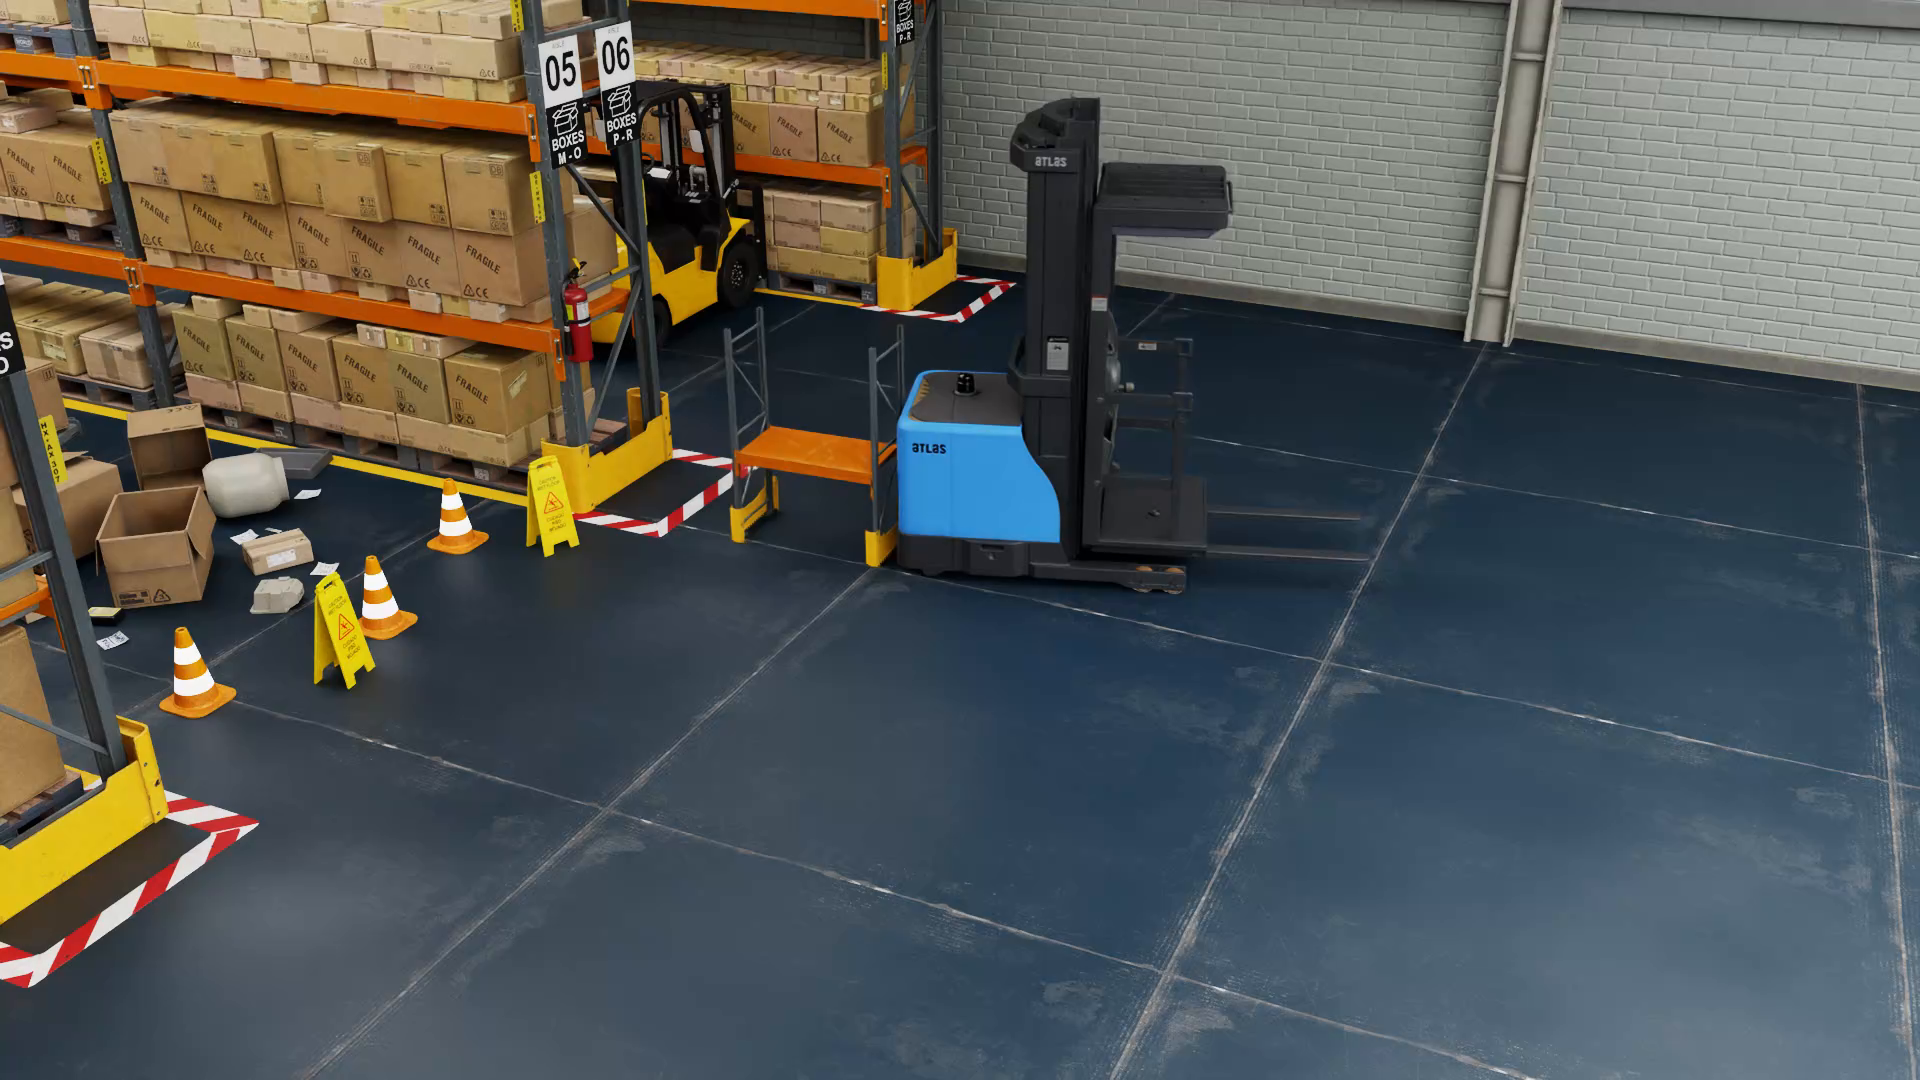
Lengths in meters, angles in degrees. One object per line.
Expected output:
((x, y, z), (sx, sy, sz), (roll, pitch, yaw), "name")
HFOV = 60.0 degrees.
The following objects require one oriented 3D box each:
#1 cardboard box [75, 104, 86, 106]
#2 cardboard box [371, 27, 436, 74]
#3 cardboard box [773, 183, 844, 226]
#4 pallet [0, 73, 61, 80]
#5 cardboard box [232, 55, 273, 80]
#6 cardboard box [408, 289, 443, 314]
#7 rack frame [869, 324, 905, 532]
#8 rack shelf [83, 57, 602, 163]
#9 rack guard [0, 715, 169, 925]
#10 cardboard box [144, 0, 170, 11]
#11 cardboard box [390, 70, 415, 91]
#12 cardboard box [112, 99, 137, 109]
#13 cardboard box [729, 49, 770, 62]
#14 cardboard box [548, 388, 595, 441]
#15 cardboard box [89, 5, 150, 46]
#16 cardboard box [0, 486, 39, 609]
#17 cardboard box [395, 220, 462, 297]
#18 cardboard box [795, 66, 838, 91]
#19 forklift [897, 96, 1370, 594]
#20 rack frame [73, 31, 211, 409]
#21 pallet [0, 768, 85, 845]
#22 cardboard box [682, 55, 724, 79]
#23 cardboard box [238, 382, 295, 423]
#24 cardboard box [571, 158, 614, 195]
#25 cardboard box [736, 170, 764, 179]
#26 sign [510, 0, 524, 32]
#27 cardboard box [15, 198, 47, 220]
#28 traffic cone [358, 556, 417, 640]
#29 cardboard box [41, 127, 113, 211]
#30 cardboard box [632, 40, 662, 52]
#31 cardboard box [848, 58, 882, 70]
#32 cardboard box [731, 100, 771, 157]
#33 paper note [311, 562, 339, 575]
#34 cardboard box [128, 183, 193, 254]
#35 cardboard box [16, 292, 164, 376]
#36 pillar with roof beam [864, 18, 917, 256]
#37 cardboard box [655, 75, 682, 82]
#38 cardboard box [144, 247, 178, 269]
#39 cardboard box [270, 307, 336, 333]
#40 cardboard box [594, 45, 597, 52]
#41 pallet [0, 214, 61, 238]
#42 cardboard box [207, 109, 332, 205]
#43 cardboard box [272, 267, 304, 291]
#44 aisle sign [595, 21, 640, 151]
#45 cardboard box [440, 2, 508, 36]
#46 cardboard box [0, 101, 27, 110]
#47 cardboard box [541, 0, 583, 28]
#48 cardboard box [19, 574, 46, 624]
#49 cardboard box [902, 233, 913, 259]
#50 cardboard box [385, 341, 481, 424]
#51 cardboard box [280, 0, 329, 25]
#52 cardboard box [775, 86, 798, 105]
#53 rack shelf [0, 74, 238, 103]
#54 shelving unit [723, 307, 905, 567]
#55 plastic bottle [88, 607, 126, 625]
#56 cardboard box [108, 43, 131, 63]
((-10.616, -5.087, 19.877), (0.250, 0.149, 0.380), (10, 28, 19), "cardboard box")
((-3.512, -3.268, 10.999), (0.500, 0.250, 0.500), (11, 28, 21), "cardboard box")
((-1.447, -3.223, 15.976), (0.500, 0.250, 0.500), (12, 29, 23), "cardboard box")
((-10.673, -5.688, 19.694), (1.213, 0.211, 1.003), (11, 28, 22), "pallet")
((-4.804, -3.311, 11.537), (0.250, 0.149, 0.380), (11, 28, 21), "cardboard box")
((-3.659, -1.735, 11.732), (0.250, 0.149, 0.380), (12, 29, 23), "cardboard box")
((-0.466, -0.617, 10.875), (0.032, 1.500, 0.500), (10, 28, 19), "rack frame")
((-4.303, -3.162, 11.765), (4.000, 0.370, 1.077), (11, 28, 22), "rack shelf")
((-4.418, 1.361, 7.989), (0.348, 0.500, 1.175), (11, 28, 22), "rack guard")
((-5.487, -3.819, 11.666), (0.250, 0.149, 0.380), (10, 28, 20), "cardboard box")
((-3.594, -3.127, 11.163), (0.250, 0.149, 0.380), (12, 28, 22), "cardboard box")
((-10.190, -5.247, 20.202), (0.250, 0.149, 0.380), (10, 28, 19), "cardboard box")
((-2.045, -4.681, 16.247), (0.250, 0.149, 0.380), (12, 28, 22), "cardboard box")
((-3.102, -0.987, 12.566), (0.500, 0.250, 0.500), (11, 28, 21), "cardboard box")
((-5.836, -3.726, 11.929), (0.500, 0.250, 0.500), (11, 28, 21), "cardboard box")
((-4.796, 0.119, 7.513), (0.550, 0.550, 0.875), (11, 28, 22), "cardboard box")
((-3.544, -2.033, 11.604), (0.500, 0.500, 0.500), (11, 28, 22), "cardboard box")
((-1.331, -4.289, 15.452), (0.250, 0.149, 0.380), (12, 29, 23), "cardboard box")
((1.145, -1.218, 10.476), (3.031, 2.935, 1.130), (3, 26, 6), "forklift")
((-6.124, -2.505, 13.011), (0.127, 3.000, 1.000), (11, 28, 22), "rack frame")
((-5.200, 1.372, 8.294), (1.213, 0.211, 1.003), (11, 28, 22), "pallet")
((-2.465, -4.551, 15.983), (0.250, 0.149, 0.380), (11, 28, 22), "cardboard box")
((-5.208, -1.150, 12.897), (0.500, 0.250, 0.500), (13, 29, 25), "cardboard box")
((-3.762, -3.690, 16.924), (0.500, 0.250, 0.500), (11, 28, 21), "cardboard box")
((-2.161, -3.619, 16.781), (0.500, 0.250, 0.500), (11, 28, 21), "cardboard box")
((-2.730, -3.297, 10.222), (0.005, 0.325, 0.100), (11, 28, 22), "sign")
((-7.189, -2.651, 13.118), (0.250, 0.149, 0.380), (11, 28, 21), "cardboard box")
((-3.558, 0.313, 10.159), (0.334, 0.463, 0.336), (11, 28, 22), "traffic cone")
((-6.639, -2.864, 12.815), (0.500, 0.500, 0.500), (11, 28, 21), "cardboard box")
((-3.199, -4.928, 16.749), (0.250, 0.149, 0.380), (11, 28, 21), "cardboard box")
((-0.865, -4.460, 15.799), (0.250, 0.149, 0.380), (12, 29, 24), "cardboard box")
((-1.923, -3.991, 15.917), (0.500, 0.500, 0.500), (11, 28, 21), "cardboard box")
((-4.167, 0.186, 10.907), (0.142, 0.019, 0.148), (2, 26, 4), "paper note")
((-5.838, -2.490, 12.532), (0.500, 0.500, 0.500), (11, 28, 22), "cardboard box")
((-7.258, -1.739, 13.956), (0.625, 0.372, 0.950), (13, 29, 25), "cardboard box")
((-2.474, -5.220, 11.734), (0.400, 9.000, 9.100), (11, 28, 22), "pillar with roof beam")
((-2.738, -4.427, 16.069), (0.250, 0.149, 0.380), (10, 28, 20), "cardboard box")
((-5.970, -2.205, 12.688), (0.250, 0.149, 0.380), (11, 28, 22), "cardboard box")
((-4.894, -1.682, 12.395), (0.250, 0.149, 0.380), (13, 29, 25), "cardboard box")
((-3.622, -4.789, 16.465), (0.250, 0.149, 0.380), (12, 29, 23), "cardboard box")
((-7.946, -2.804, 13.837), (1.213, 0.211, 1.003), (11, 28, 22), "pallet")
((-4.911, -2.759, 11.946), (0.500, 0.500, 0.700), (11, 28, 21), "cardboard box")
((-4.809, -1.968, 12.205), (0.250, 0.149, 0.380), (12, 28, 22), "cardboard box")
((-2.298, -3.053, 11.181), (0.004, 0.787, 0.394), (11, 28, 22), "aisle sign")
((-3.131, -3.370, 10.754), (0.250, 0.149, 0.380), (12, 29, 23), "cardboard box")
((-7.529, -3.317, 13.002), (0.250, 0.149, 0.380), (10, 28, 20), "cardboard box")
((-2.721, -3.511, 11.041), (0.250, 0.149, 0.380), (11, 28, 21), "cardboard box")
((-5.754, 0.305, 10.401), (0.258, 0.266, 0.396), (17, 31, 31), "cardboard box")
((-0.797, -2.893, 16.437), (0.500, 0.250, 0.500), (11, 28, 22), "cardboard box")
((-3.796, -1.200, 12.150), (0.500, 0.500, 0.500), (12, 29, 24), "cardboard box")
((-4.322, -3.574, 11.169), (0.250, 0.149, 0.380), (12, 29, 23), "cardboard box")
((-1.539, -4.213, 15.634), (0.250, 0.149, 0.380), (11, 28, 21), "cardboard box")
((-9.534, -5.275, 19.453), (4.000, 0.370, 1.077), (11, 28, 22), "rack shelf")
((-0.949, -0.698, 11.040), (1.083, 1.500, 0.587), (10, 28, 19), "shelving unit")
((-5.338, 0.470, 10.296), (0.283, 0.061, 0.133), (2, 26, 4), "plastic bottle")
((-5.939, -3.580, 12.085), (0.250, 0.149, 0.380), (11, 28, 21), "cardboard box")
